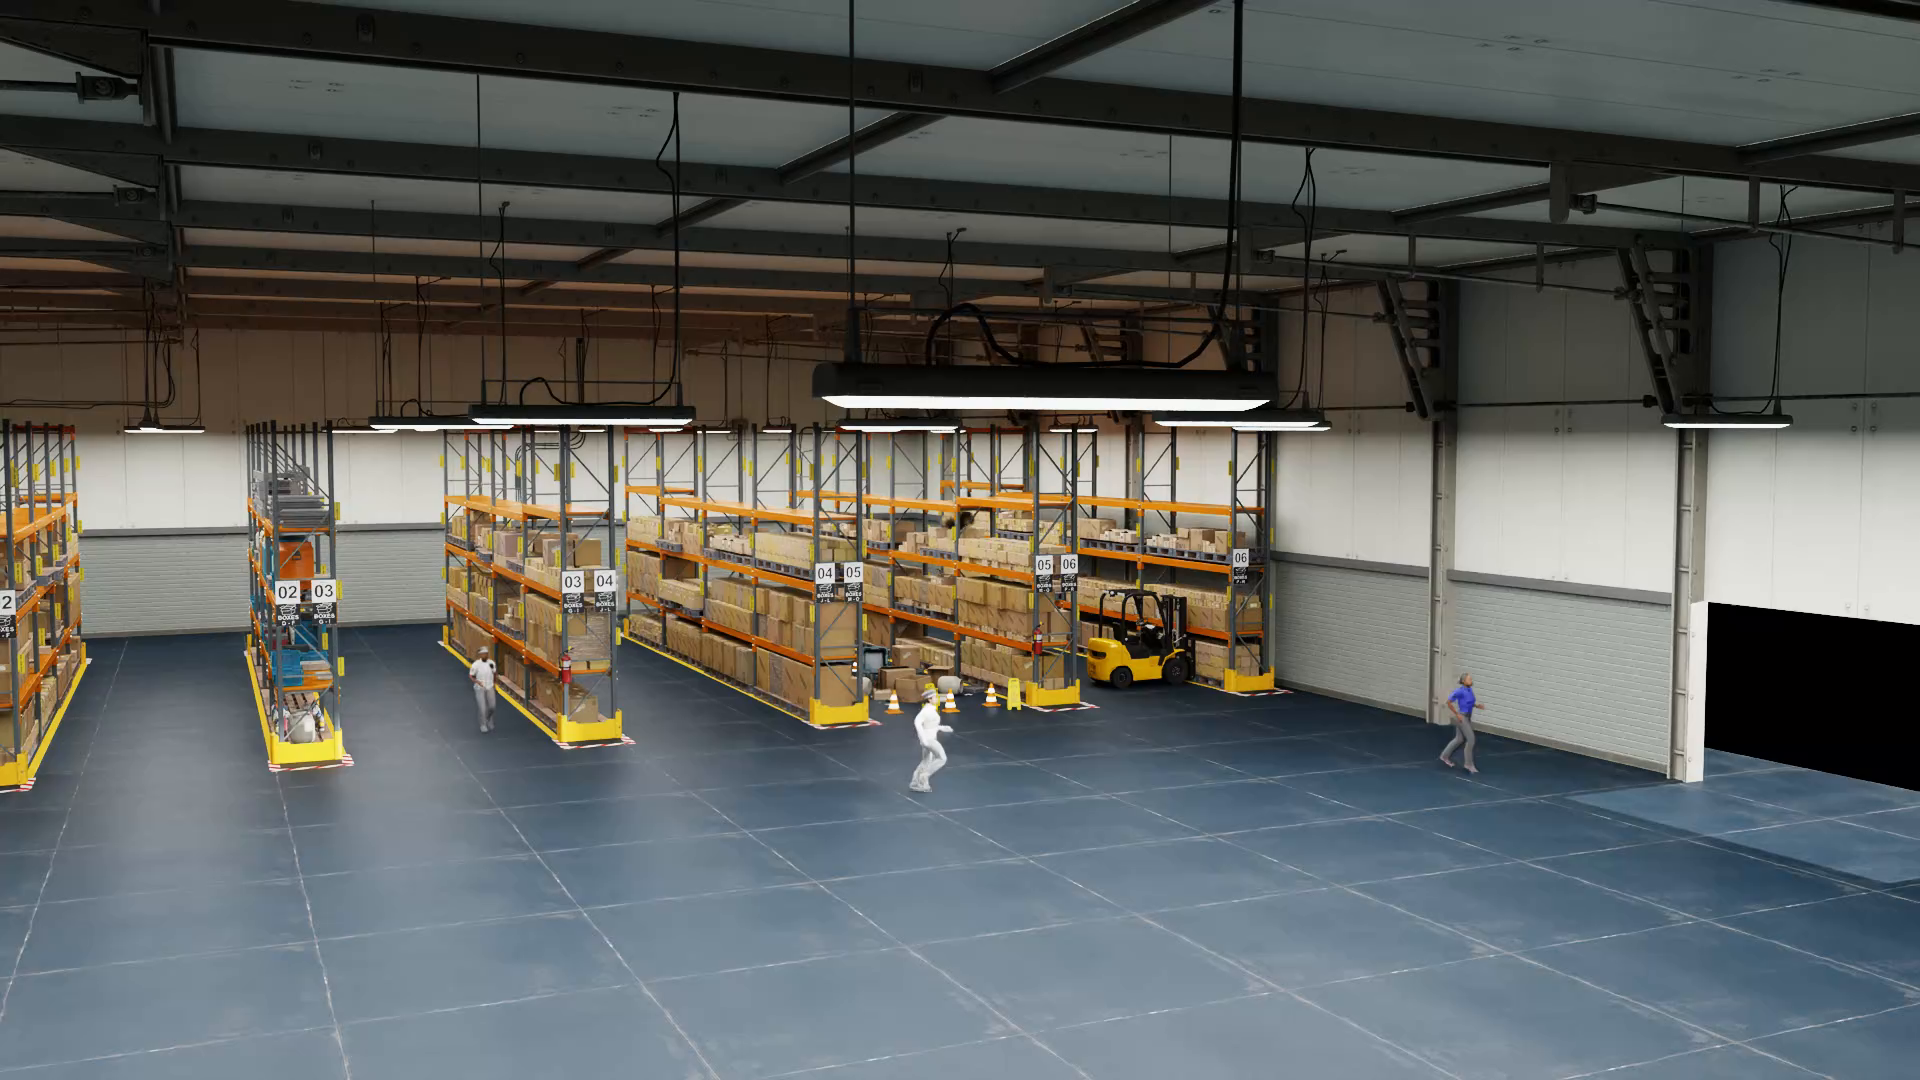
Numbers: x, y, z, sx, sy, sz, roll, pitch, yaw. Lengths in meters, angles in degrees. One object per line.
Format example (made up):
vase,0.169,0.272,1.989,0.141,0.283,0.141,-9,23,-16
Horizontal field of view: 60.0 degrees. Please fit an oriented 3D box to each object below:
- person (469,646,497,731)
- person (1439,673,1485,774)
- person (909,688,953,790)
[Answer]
person,-9.182,2.877,32.137,0.576,1.660,0.564,-2,4,-28
person,8.590,3.161,28.443,0.734,1.625,0.570,3,4,36
person,-0.462,3.207,26.760,0.692,1.647,0.583,0,4,0
